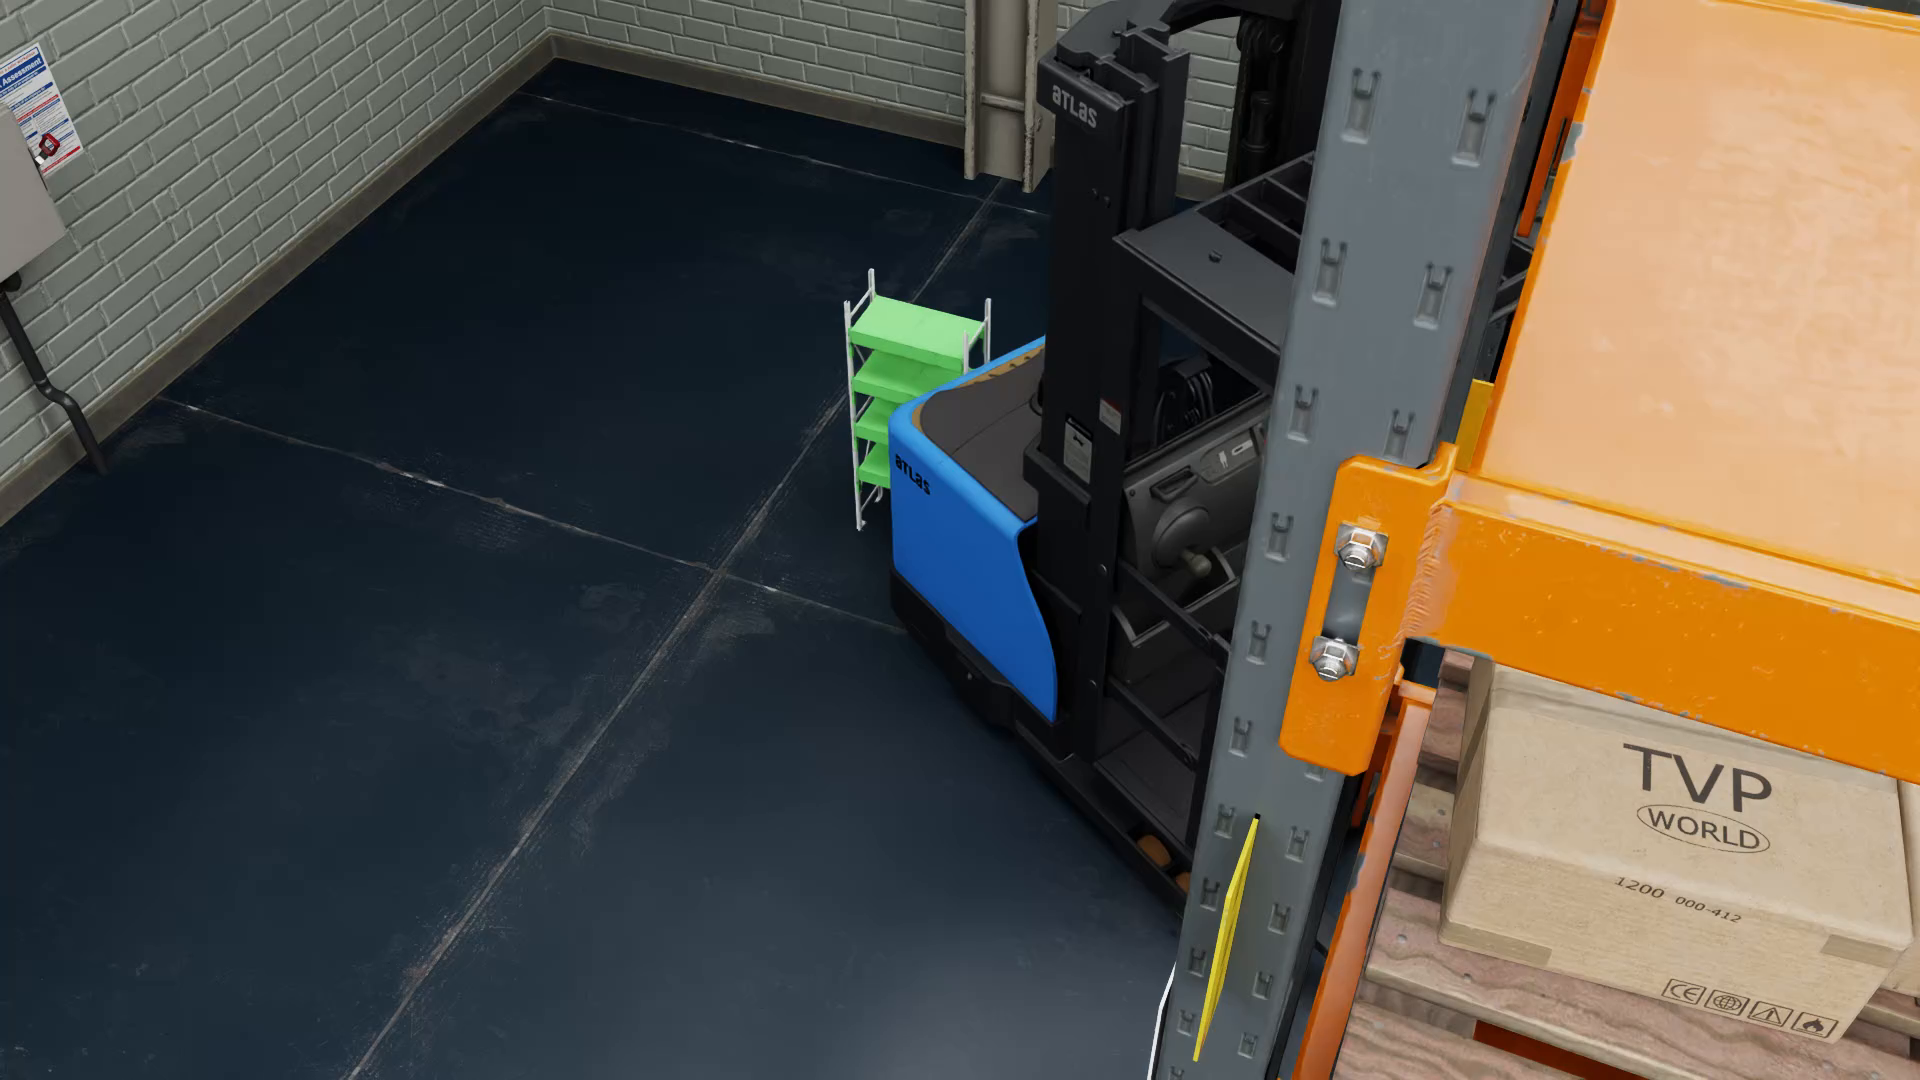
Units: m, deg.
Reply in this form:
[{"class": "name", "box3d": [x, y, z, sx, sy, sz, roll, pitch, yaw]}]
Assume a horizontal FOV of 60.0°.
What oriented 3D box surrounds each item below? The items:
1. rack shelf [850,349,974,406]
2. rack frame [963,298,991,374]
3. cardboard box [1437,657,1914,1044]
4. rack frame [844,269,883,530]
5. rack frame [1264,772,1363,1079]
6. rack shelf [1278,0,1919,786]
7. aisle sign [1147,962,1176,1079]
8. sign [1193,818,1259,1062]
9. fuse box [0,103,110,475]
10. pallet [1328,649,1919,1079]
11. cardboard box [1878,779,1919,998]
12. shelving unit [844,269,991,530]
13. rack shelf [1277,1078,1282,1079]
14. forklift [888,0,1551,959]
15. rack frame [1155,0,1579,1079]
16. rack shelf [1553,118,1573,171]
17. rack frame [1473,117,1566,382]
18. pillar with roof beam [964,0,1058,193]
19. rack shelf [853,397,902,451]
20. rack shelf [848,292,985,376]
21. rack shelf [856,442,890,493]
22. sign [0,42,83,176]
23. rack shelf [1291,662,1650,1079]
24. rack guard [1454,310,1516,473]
[{"class": "rack shelf", "box3d": [-0.162, -0.605, 6.595, 0.480, 0.148, 0.258, 17, 47, 16]}, {"class": "rack frame", "box3d": [0.063, -0.413, 6.654, 0.015, 1.200, 0.240, 17, 47, 16]}, {"class": "cardboard box", "box3d": [0.945, 0.334, 2.238, 0.500, 0.250, 0.500, 12, 46, 12]}, {"class": "rack frame", "box3d": [-0.387, -0.547, 6.786, 0.015, 1.200, 0.240, 17, 47, 16]}, {"class": "rack frame", "box3d": [0.495, 1.465, 3.490, 0.127, 3.000, 1.000, 16, 47, 16]}, {"class": "rack shelf", "box3d": [2.341, 0.278, 1.223, 4.000, 0.370, 1.077, 16, 47, 16]}, {"class": "aisle sign", "box3d": [0.317, 0.712, 2.403, 0.004, 0.787, 0.394, 16, 47, 16]}, {"class": "sign", "box3d": [0.276, 0.423, 1.735, 0.005, 0.325, 0.100, 16, 47, 16]}, {"class": "fuse box", "box3d": [-3.775, -0.922, 6.803, 0.414, 1.711, 0.539, 16, 47, 16]}, {"class": "pallet", "box3d": [1.184, 0.627, 2.268, 1.213, 0.211, 1.003, 16, 47, 16]}, {"class": "cardboard box", "box3d": [1.363, 0.431, 2.212, 0.250, 0.149, 0.380, 13, 46, 13]}, {"class": "shelving unit", "box3d": [-0.162, -0.480, 6.720, 0.503, 1.200, 0.258, 17, 47, 16]}, {"class": "rack shelf", "box3d": [2.341, 2.263, 3.198, 4.000, 0.370, 1.077, 16, 47, 16]}, {"class": "forklift", "box3d": [1.014, -0.124, 5.136, 1.130, 2.935, 3.031, -28, 51, -25]}, {"class": "rack frame", "box3d": [0.495, -0.662, 1.374, 0.127, 3.000, 1.000, 16, 47, 16]}, {"class": "rack shelf", "box3d": [4.248, -0.969, 6.447, 4.000, 0.370, 1.077, 16, 47, 16]}, {"class": "rack frame", "box3d": [2.402, -1.768, 6.739, 0.127, 3.000, 1.000, 16, 47, 16]}, {"class": "pillar with roof beam", "box3d": [-1.396, -2.411, 3.132, 0.400, 9.000, 9.100, 16, 47, 16]}, {"class": "rack shelf", "box3d": [-0.162, -0.435, 6.765, 0.480, 0.148, 0.258, 17, 47, 16]}, {"class": "rack shelf", "box3d": [-0.161, -0.775, 6.426, 0.480, 0.148, 0.258, 17, 47, 16]}, {"class": "rack shelf", "box3d": [-0.163, -0.265, 6.934, 0.480, 0.148, 0.258, 17, 47, 16]}, {"class": "sign", "box3d": [-3.776, -1.723, 6.762, 0.001, 0.494, 0.329, 16, 47, 16]}, {"class": "rack shelf", "box3d": [2.341, 1.199, 2.140, 4.000, 0.370, 1.077, 16, 47, 16]}, {"class": "rack guard", "box3d": [2.473, -0.861, 7.600, 0.348, 0.500, 1.175, 16, 47, 16]}]
